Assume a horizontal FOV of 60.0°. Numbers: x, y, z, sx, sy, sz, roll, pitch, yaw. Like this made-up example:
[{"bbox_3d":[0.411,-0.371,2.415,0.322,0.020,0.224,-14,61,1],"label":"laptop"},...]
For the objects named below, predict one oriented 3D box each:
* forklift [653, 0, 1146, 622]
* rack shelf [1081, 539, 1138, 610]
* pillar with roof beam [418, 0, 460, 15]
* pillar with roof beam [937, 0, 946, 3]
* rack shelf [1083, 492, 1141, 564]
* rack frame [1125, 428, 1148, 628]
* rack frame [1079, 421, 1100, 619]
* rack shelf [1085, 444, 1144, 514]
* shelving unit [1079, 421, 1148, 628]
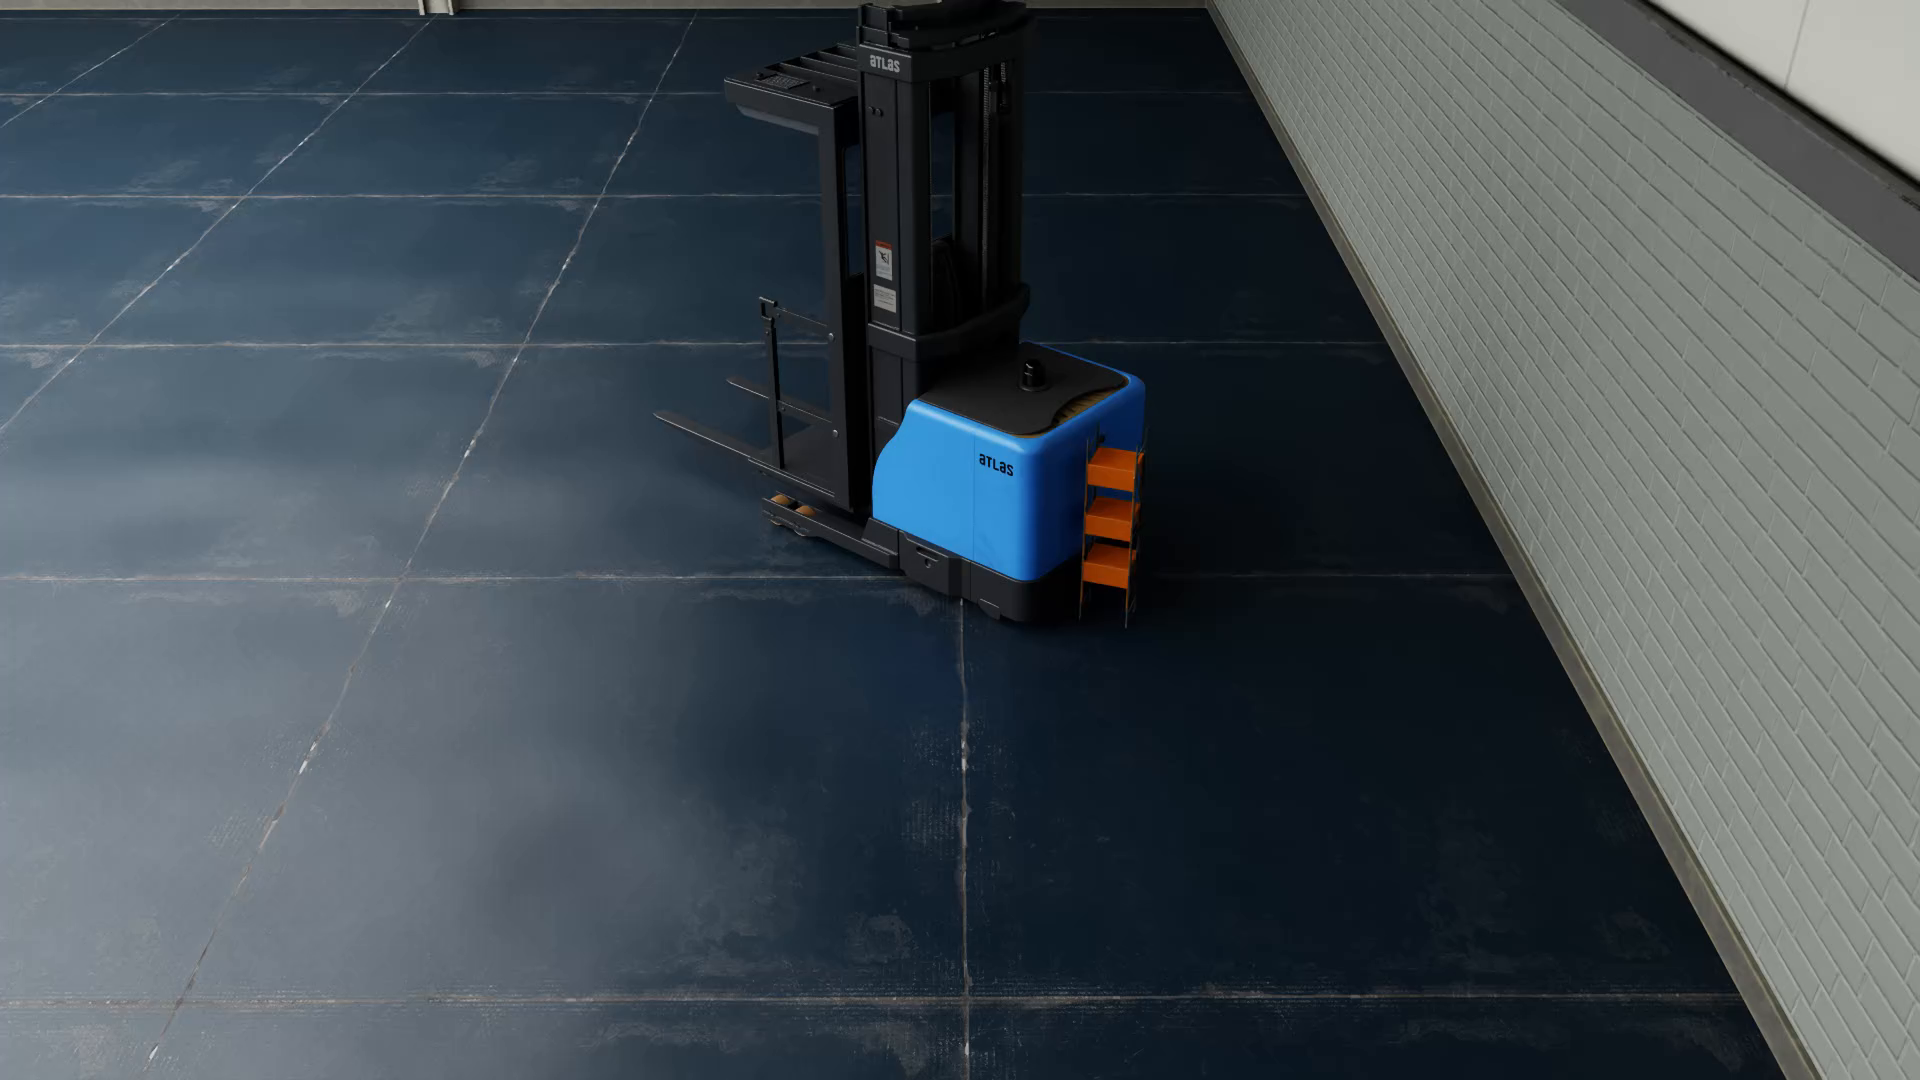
[{"bbox_3d":[-0.486,-1.462,8.834,3.031,2.935,1.130,23,38,33],"label":"forklift"},{"bbox_3d":[0.767,0.178,8.501,0.240,0.259,0.215,10,33,16],"label":"rack shelf"},{"bbox_3d":[-6.043,-7.787,13.409,0.400,9.000,9.100,0,31,0],"label":"pillar with roof beam"},{"bbox_3d":[-0.044,-7.806,13.440,0.400,9.000,9.100,0,31,0],"label":"pillar with roof beam"},{"bbox_3d":[0.767,-0.060,8.357,0.240,0.259,0.215,10,33,16],"label":"rack shelf"},{"bbox_3d":[0.882,-0.048,8.317,0.008,1.050,0.200,10,33,16],"label":"rack frame"},{"bbox_3d":[0.652,-0.090,8.386,0.008,1.050,0.200,10,33,16],"label":"rack frame"},{"bbox_3d":[0.767,-0.302,8.210,0.240,0.259,0.215,10,33,16],"label":"rack shelf"},{"bbox_3d":[0.767,-0.069,8.351,0.252,1.050,0.215,10,33,16],"label":"shelving unit"}]
